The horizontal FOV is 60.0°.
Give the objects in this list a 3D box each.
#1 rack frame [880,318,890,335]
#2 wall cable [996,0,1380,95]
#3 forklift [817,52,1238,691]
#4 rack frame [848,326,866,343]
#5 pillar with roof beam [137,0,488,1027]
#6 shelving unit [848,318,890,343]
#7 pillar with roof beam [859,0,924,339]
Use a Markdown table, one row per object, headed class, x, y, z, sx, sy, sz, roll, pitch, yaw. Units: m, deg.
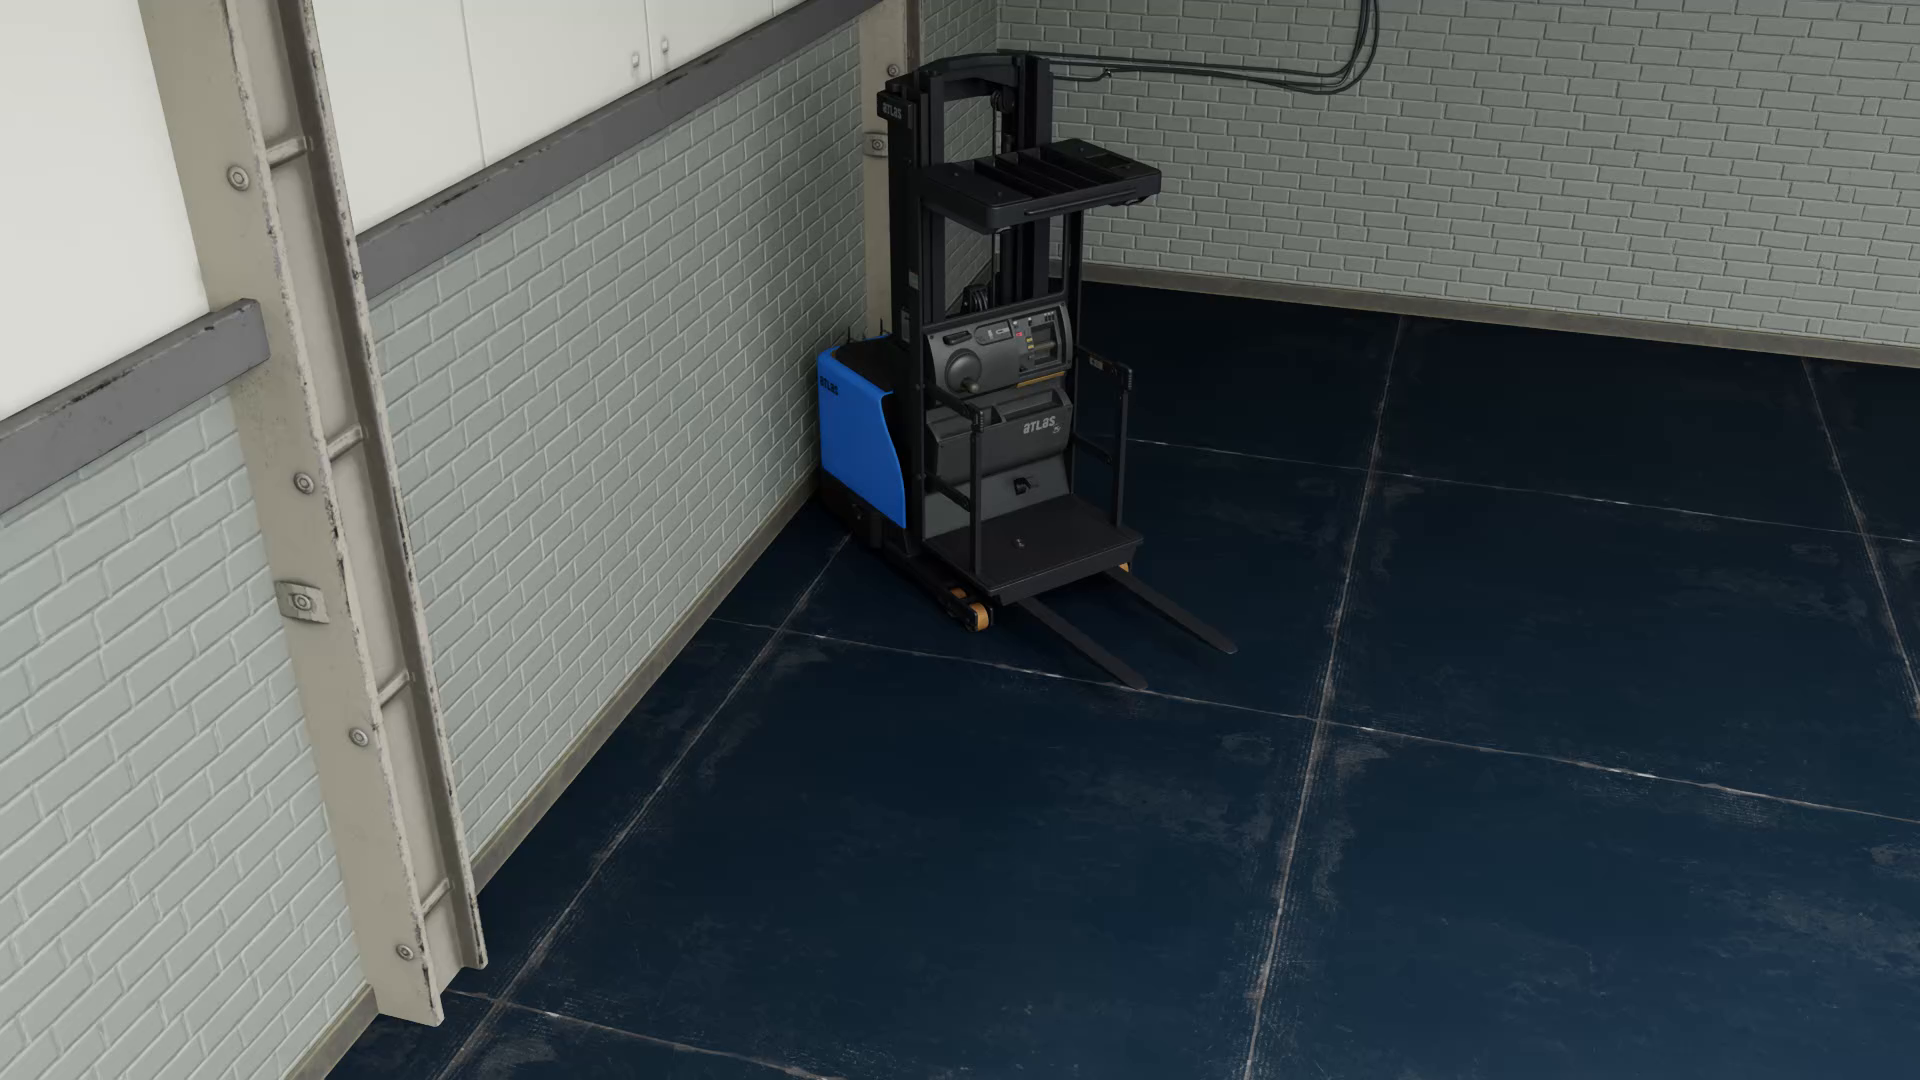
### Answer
| class | x | y | z | sx | sy | sz | roll | pitch | yaw |
| --- | --- | --- | --- | --- | --- | --- | --- | --- | --- |
| rack frame | -0.443 | -0.917 | 10.812 | 0.008 | 1.050 | 0.200 | -19 | 33 | -30 |
| wall cable | 1.691 | -4.691 | 12.621 | 3.097 | 2.526 | 0.112 | 8 | 30 | 15 |
| forklift | 0.347 | -1.027 | 9.082 | 1.130 | 2.935 | 3.031 | -18 | 34 | -29 |
| rack frame | -0.643 | -0.849 | 10.690 | 0.008 | 1.050 | 0.200 | -19 | 33 | -30 |
| pillar with roof beam | 1.916 | -1.465 | 3.628 | 9.100 | 9.000 | 0.400 | 8 | 30 | 15 |
| shelving unit | -0.543 | -0.883 | 10.751 | 0.252 | 1.050 | 0.215 | -19 | 33 | -30 |
| pillar with roof beam | 3.677 | -4.254 | 8.640 | 9.100 | 9.000 | 0.400 | 8 | 30 | 15 |
